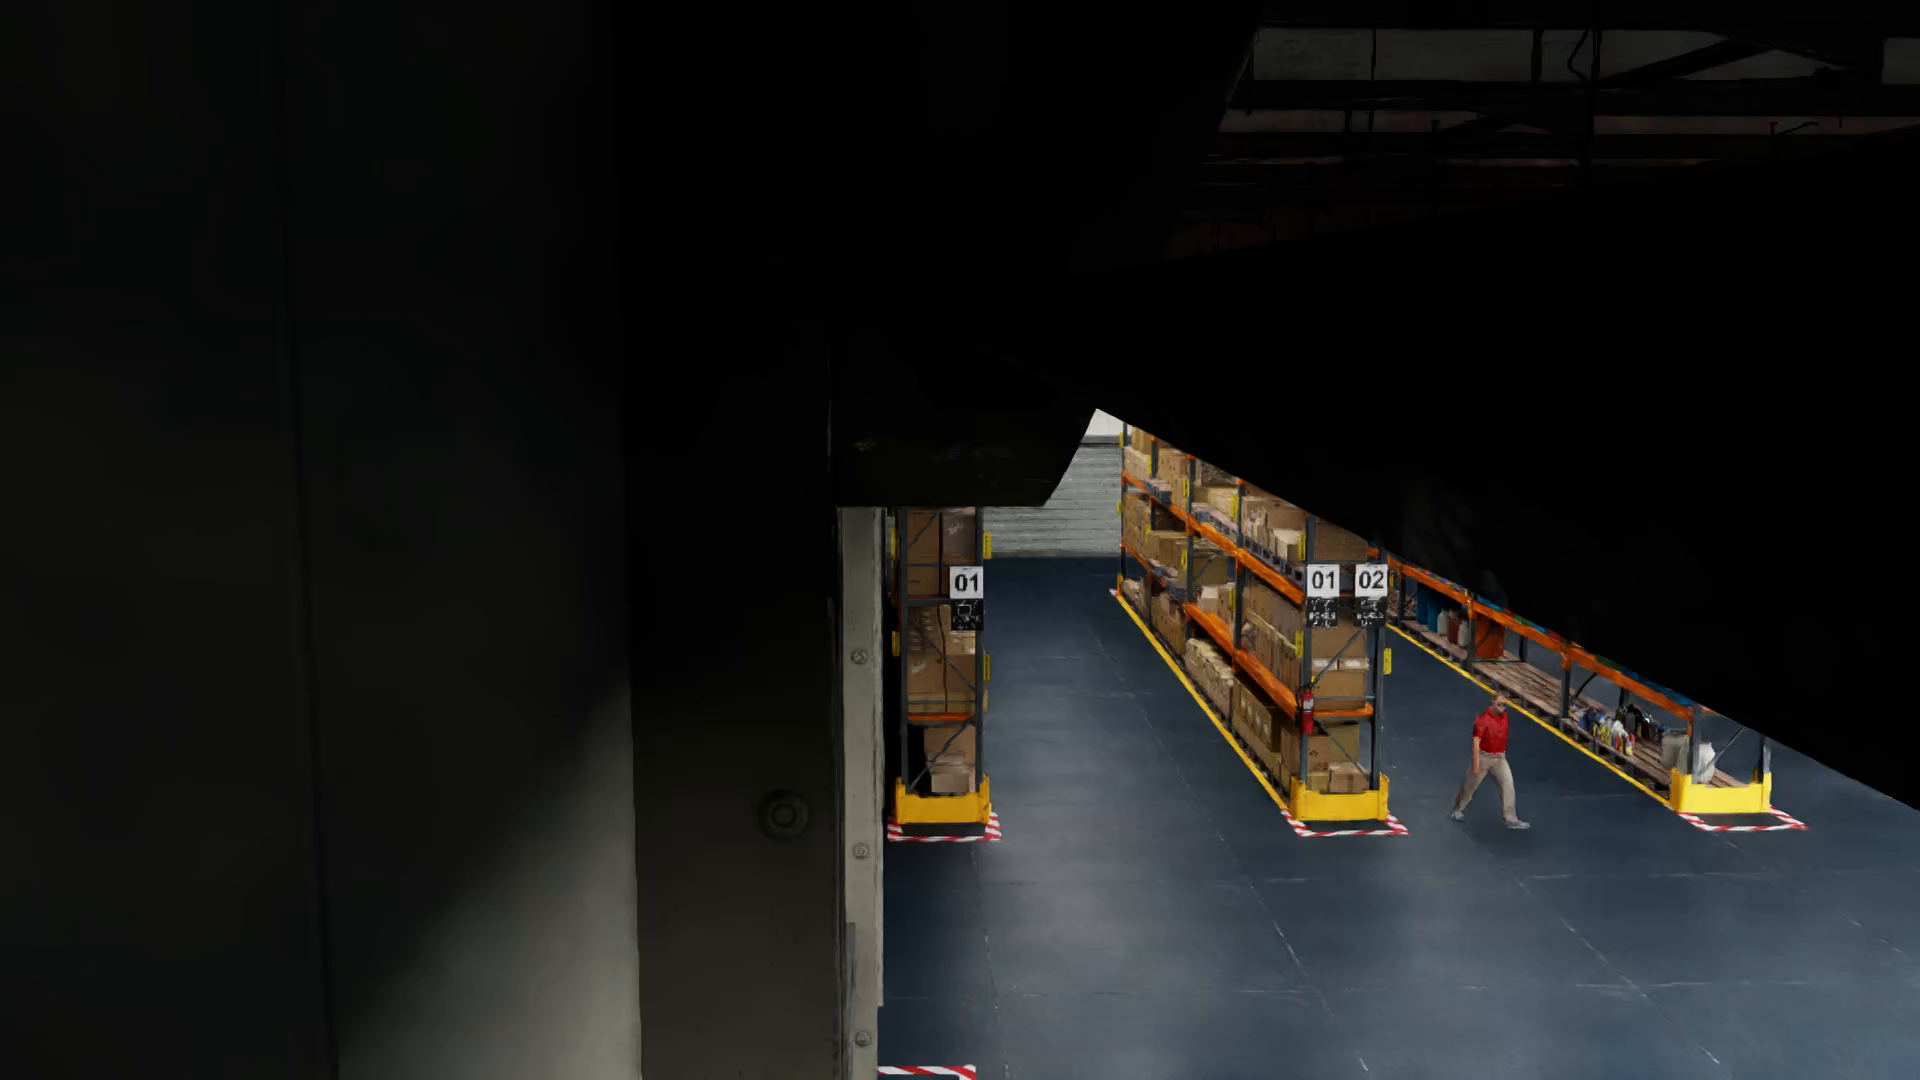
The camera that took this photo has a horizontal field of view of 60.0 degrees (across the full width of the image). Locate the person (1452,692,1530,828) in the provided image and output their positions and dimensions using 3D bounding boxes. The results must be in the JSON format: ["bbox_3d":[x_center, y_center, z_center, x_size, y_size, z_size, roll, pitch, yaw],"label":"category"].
[{"bbox_3d":[6.476,2.665,20.299,0.586,1.679,0.972,-4,9,-25],"label":"person"}]
